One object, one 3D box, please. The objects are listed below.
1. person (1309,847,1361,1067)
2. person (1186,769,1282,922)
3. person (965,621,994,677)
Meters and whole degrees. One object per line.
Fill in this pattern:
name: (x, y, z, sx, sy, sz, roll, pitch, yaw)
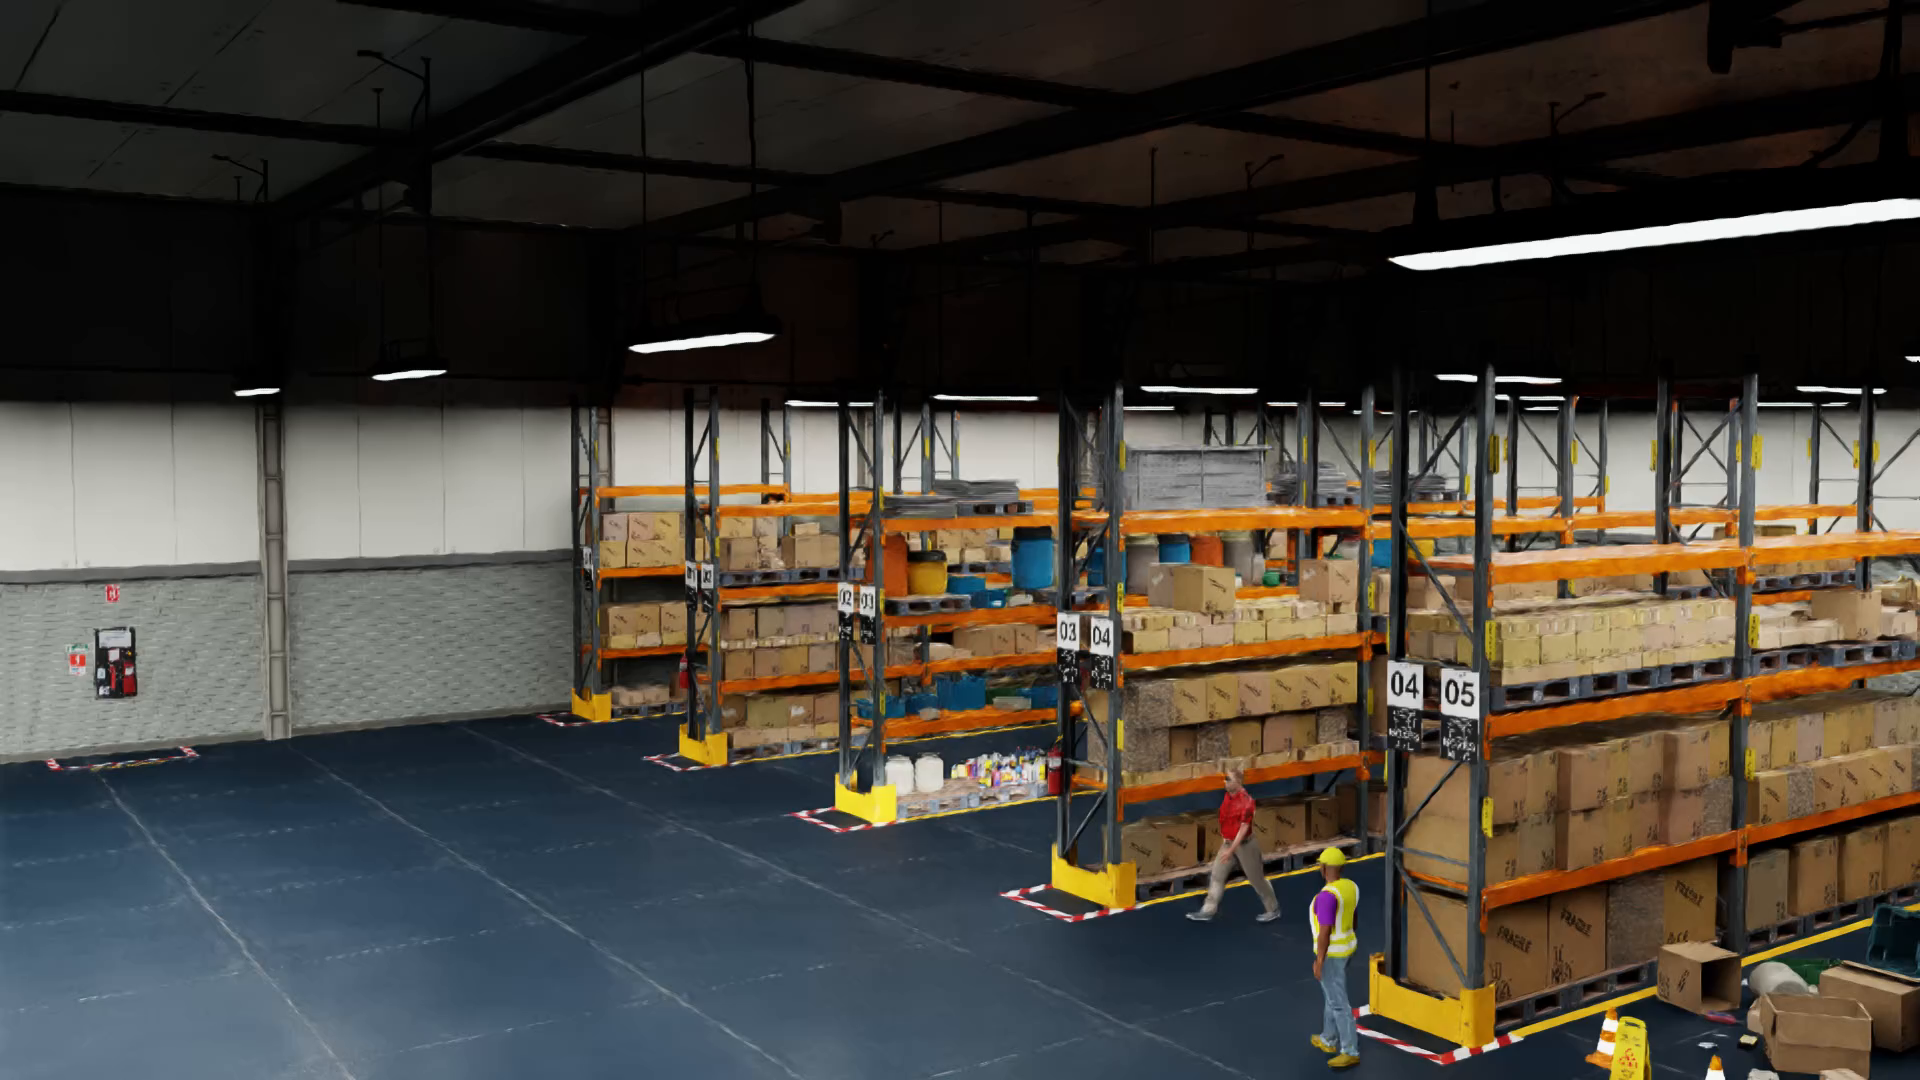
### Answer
person: (3.126, 3.451, 13.910, 0.557, 1.770, 0.685, 2, 4, 34)
person: (2.940, 3.253, 17.685, 1.032, 1.659, 0.532, -2, 4, -26)
person: (0.278, 2.377, 31.928, 0.741, 1.741, 0.748, -2, 4, -29)
